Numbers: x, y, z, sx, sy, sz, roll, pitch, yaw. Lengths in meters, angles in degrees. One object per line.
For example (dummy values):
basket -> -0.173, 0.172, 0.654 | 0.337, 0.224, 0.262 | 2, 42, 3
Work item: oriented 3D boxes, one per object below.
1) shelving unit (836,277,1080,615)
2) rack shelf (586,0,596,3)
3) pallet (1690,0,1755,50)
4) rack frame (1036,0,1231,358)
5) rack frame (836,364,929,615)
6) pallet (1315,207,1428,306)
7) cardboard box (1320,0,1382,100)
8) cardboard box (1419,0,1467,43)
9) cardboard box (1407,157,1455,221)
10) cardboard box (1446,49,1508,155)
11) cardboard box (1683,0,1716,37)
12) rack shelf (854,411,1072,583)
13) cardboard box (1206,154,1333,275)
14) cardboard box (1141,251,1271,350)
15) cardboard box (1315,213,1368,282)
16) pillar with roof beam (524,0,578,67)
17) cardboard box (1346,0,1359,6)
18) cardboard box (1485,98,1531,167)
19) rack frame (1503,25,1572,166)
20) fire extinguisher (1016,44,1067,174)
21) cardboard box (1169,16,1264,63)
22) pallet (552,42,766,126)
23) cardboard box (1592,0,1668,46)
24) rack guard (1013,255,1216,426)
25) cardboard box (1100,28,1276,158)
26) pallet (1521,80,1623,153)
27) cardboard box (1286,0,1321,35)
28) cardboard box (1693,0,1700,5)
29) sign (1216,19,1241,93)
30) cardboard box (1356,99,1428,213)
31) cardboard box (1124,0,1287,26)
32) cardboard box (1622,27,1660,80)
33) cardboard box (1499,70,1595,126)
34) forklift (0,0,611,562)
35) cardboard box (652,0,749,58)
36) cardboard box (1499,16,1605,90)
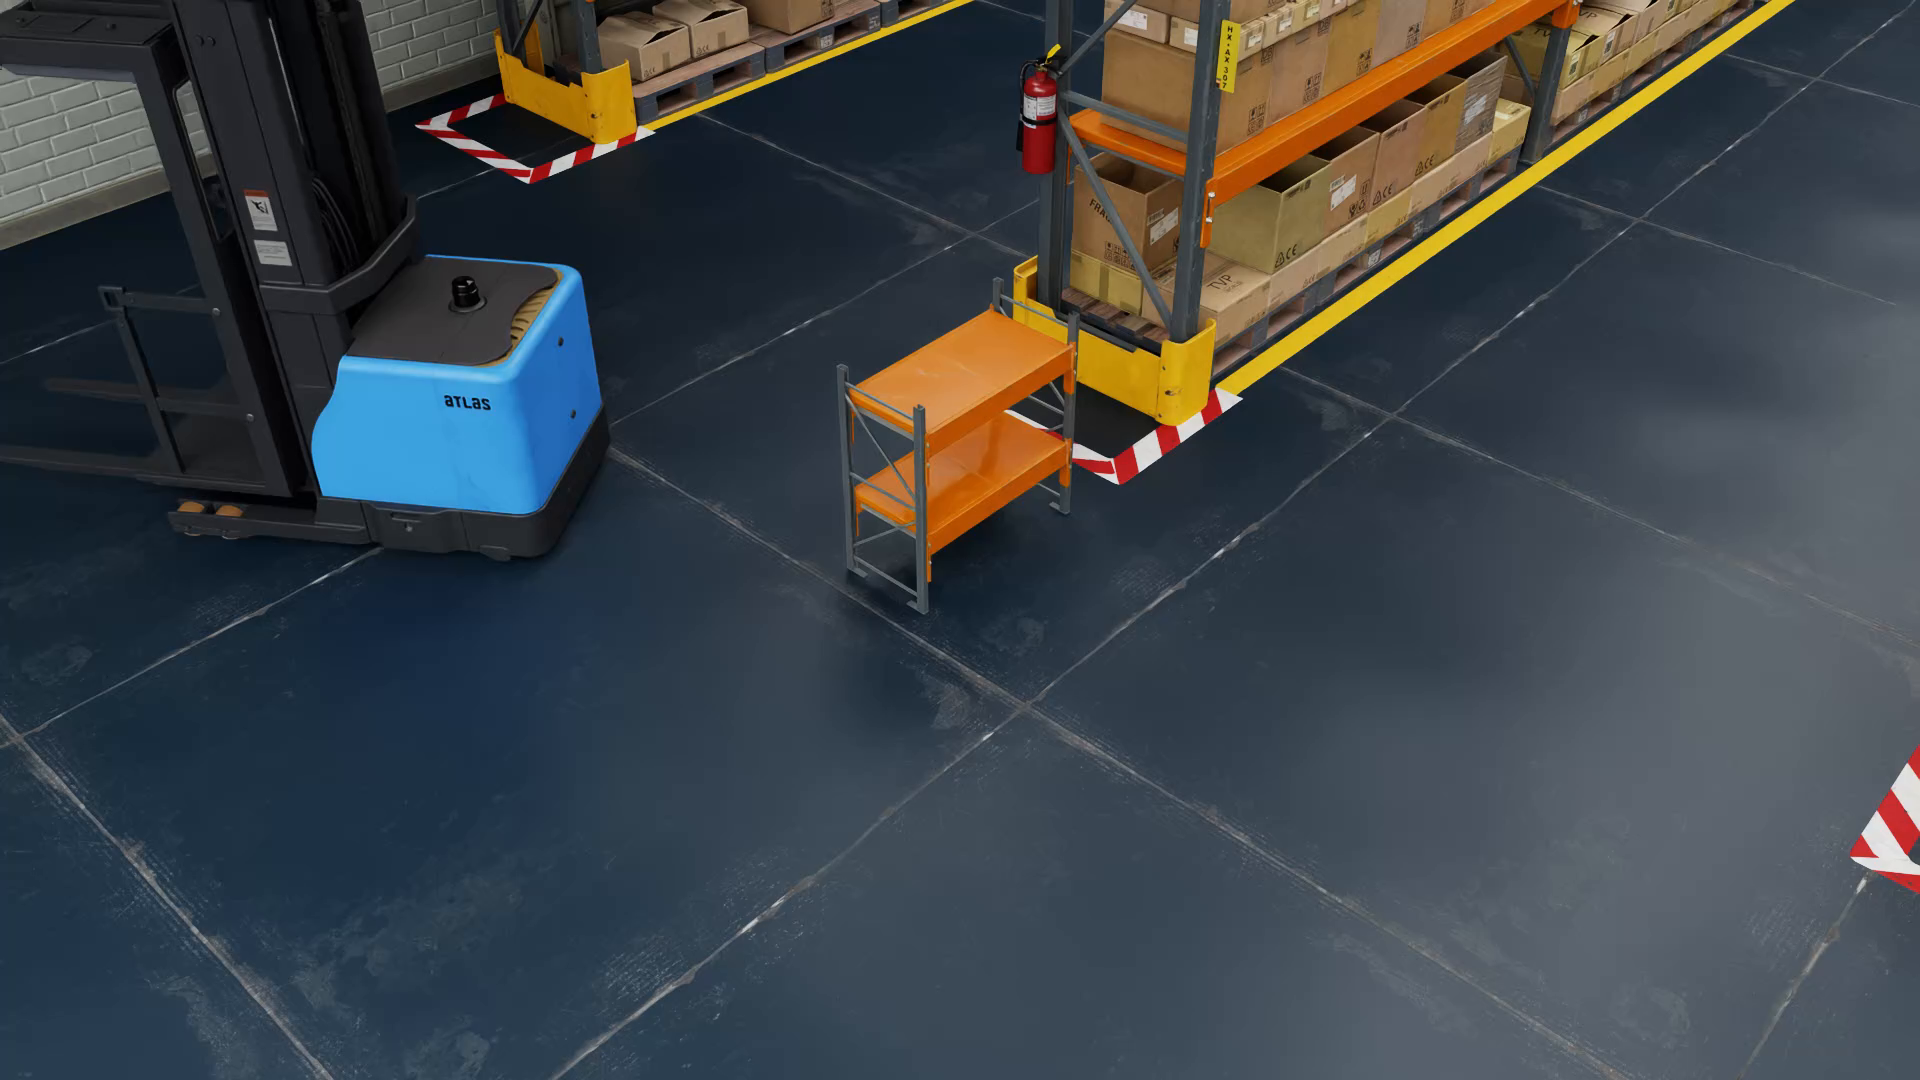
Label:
shelving unit -> 0.005, -0.443, 7.687 | 0.538, 1.125, 1.048 | 30, 47, 32
rack shelf -> -1.480, -4.810, 12.251 | 1.077, 0.370, 4.000 | 30, 47, 32
pallet -> 5.643, -4.317, 13.293 | 1.003, 0.211, 1.213 | 30, 47, 32
rack frame -> 0.830, -2.095, 8.258 | 1.000, 3.000, 0.127 | 30, 47, 32
rack frame -> -0.338, -0.210, 7.394 | 0.500, 1.125, 0.032 | 30, 47, 32
pallet -> 2.138, -1.930, 10.291 | 1.003, 0.211, 1.213 | 30, 47, 32
cardboard box -> 1.845, -2.812, 9.080 | 0.700, 0.500, 0.500 | 30, 47, 32
cardboard box -> 2.542, -3.291, 9.682 | 0.700, 0.500, 0.500 | 30, 48, 32
cardboard box -> 2.706, -2.254, 10.330 | 0.500, 0.250, 0.500 | 30, 47, 32
cardboard box -> 3.031, -2.785, 10.395 | 0.500, 0.500, 0.500 | 30, 47, 32
cardboard box -> 5.366, -4.046, 12.584 | 0.500, 0.250, 0.500 | 31, 48, 33
rack shelf -> 0.005, -0.252, 7.840 | 0.538, 0.278, 1.000 | 30, 47, 32
cardboard box -> 1.692, -1.860, 9.232 | 0.500, 0.500, 0.500 | 30, 47, 32
cardboard box -> 1.356, -1.336, 9.175 | 0.500, 0.250, 0.500 | 30, 47, 32
cardboard box -> 2.028, -1.797, 9.755 | 0.500, 0.250, 0.500 | 30, 47, 32
pillar with roof beam -> 0.183, -5.398, 7.592 | 9.100, 9.000, 0.400 | 30, 47, 32
cardboard box -> 1.949, -2.953, 8.735 | 0.380, 0.149, 0.250 | 28, 46, 31
cardboard box -> 3.377, -2.716, 10.911 | 0.500, 0.250, 0.500 | 30, 47, 32
rack frame -> 3.529, -3.933, 10.569 | 1.000, 3.000, 0.127 | 30, 47, 32
fire extinguisher -> 0.408, -2.205, 8.459 | 0.296, 0.674, 0.183 | 30, 47, 32
cardboard box -> 1.254, -2.478, 8.138 | 0.380, 0.149, 0.250 | 29, 47, 32
pallet -> -2.203, -3.475, 12.234 | 1.003, 0.211, 1.213 | 30, 47, 32
cardboard box -> 4.681, -3.792, 11.813 | 0.500, 0.311, 0.500 | 28, 46, 31
rack guard -> 0.814, -1.105, 9.022 | 1.175, 0.500, 0.348 | 30, 47, 32
cardboard box -> 1.155, -2.343, 8.490 | 0.700, 0.500, 0.500 | 30, 47, 32
pallet -> 3.997, -3.196, 11.883 | 1.003, 0.211, 1.213 | 30, 47, 32
cardboard box -> 1.599, -2.714, 8.435 | 0.380, 0.149, 0.250 | 30, 47, 32
cardboard box -> 5.367, -4.262, 12.404 | 0.500, 0.311, 0.500 | 29, 47, 32
sign -> 1.236, -2.229, 7.667 | 0.100, 0.325, 0.005 | 30, 47, 32
cardboard box -> 2.370, -2.318, 9.807 | 0.500, 0.500, 0.500 | 30, 47, 32
cardboard box -> 1.190, -2.875, 8.117 | 0.700, 0.500, 0.500 | 30, 47, 32
cardboard box -> 4.677, -3.575, 11.992 | 0.500, 0.250, 0.500 | 28, 46, 31
cardboard box -> 3.984, -3.102, 11.396 | 0.500, 0.250, 0.500 | 28, 47, 31
forklift -> -3.358, -1.467, 7.523 | 3.031, 2.935, 1.130 | 5, 39, 7
cardboard box -> -1.911, -3.835, 12.253 | 0.500, 0.311, 0.500 | -30, 47, -32
cardboard box -> 3.991, -3.325, 11.227 | 0.500, 0.311, 0.500 | 30, 47, 32
